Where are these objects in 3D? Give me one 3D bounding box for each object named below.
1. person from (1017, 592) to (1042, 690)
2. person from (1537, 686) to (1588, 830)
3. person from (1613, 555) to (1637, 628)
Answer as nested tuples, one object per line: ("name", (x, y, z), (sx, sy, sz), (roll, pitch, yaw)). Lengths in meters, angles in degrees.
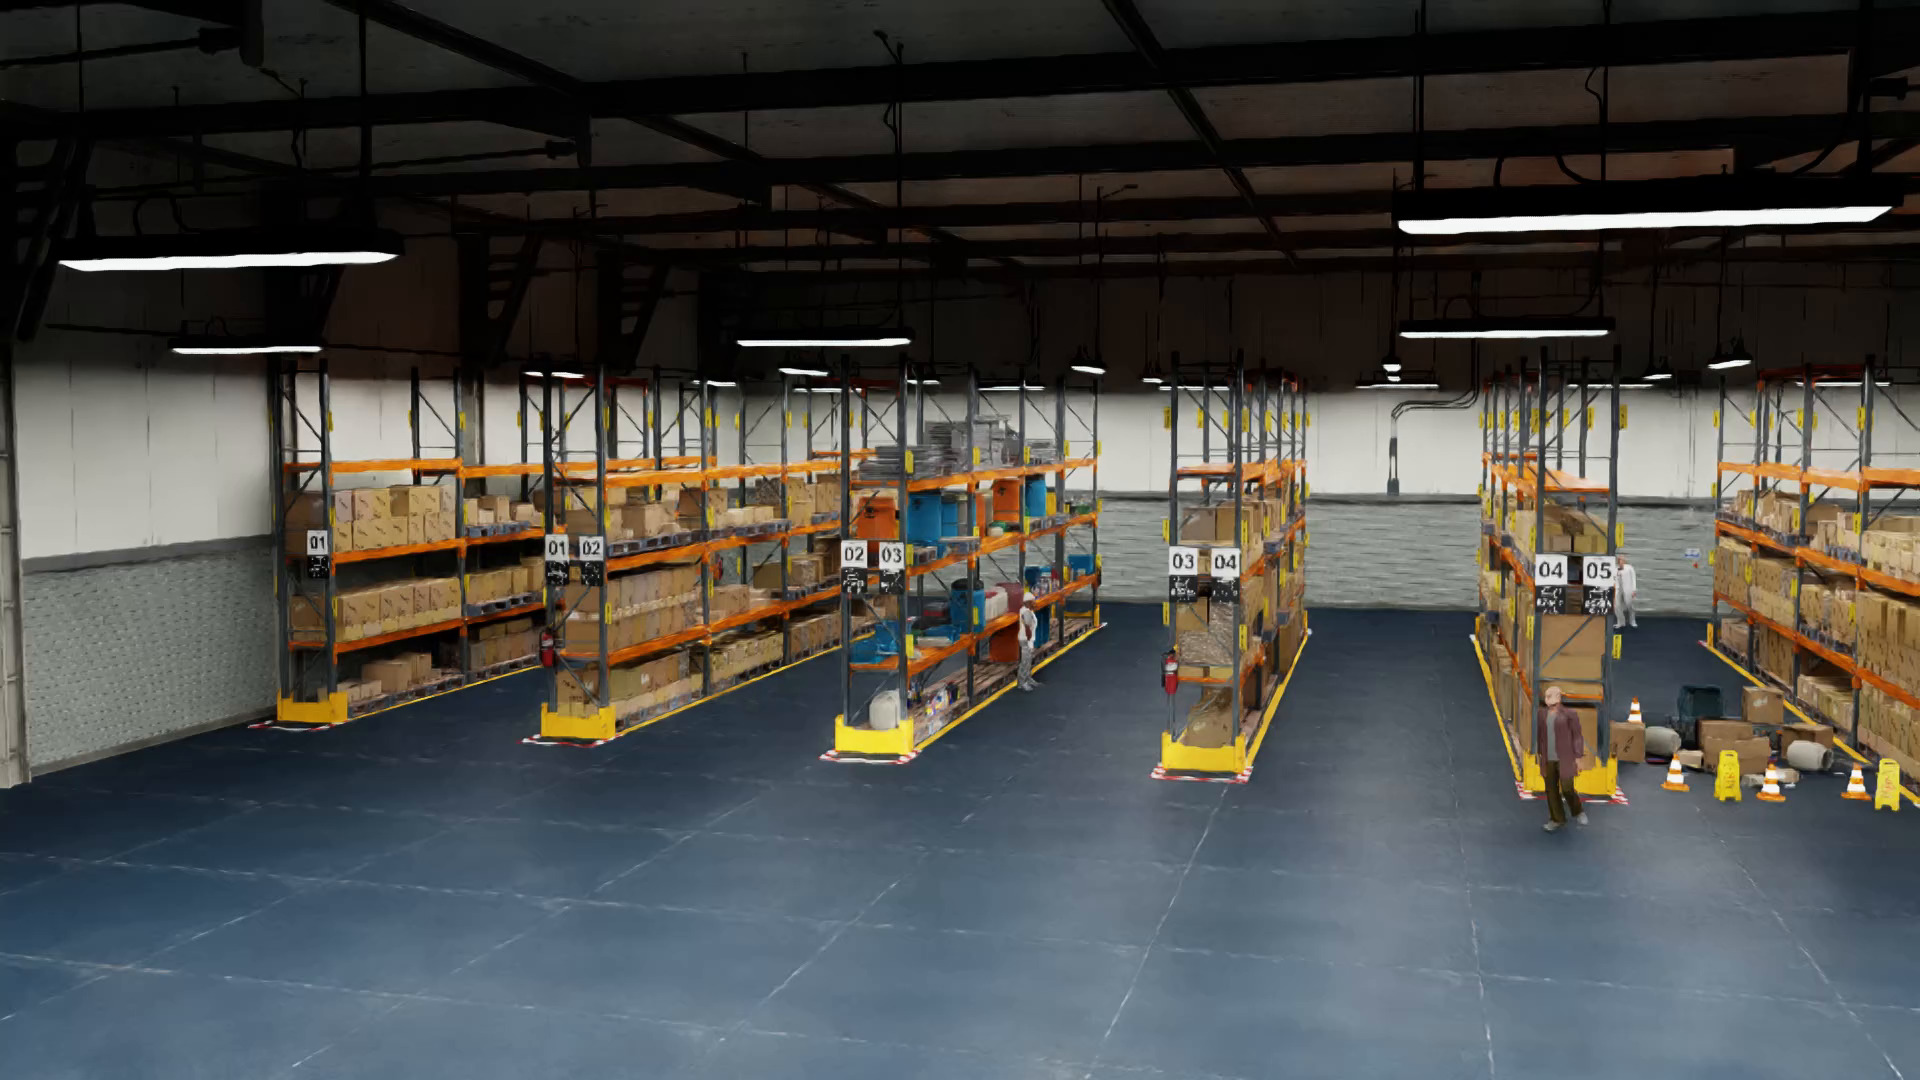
("person", (1.300, 1.869, 30.963), (0.480, 1.780, 0.628), (0, 4, -1))
("person", (7.384, 2.657, 20.366), (0.575, 1.771, 0.626), (-3, 5, -39))
("person", (16.098, 1.233, 40.228), (0.632, 1.767, 0.607), (-3, 5, -40))
